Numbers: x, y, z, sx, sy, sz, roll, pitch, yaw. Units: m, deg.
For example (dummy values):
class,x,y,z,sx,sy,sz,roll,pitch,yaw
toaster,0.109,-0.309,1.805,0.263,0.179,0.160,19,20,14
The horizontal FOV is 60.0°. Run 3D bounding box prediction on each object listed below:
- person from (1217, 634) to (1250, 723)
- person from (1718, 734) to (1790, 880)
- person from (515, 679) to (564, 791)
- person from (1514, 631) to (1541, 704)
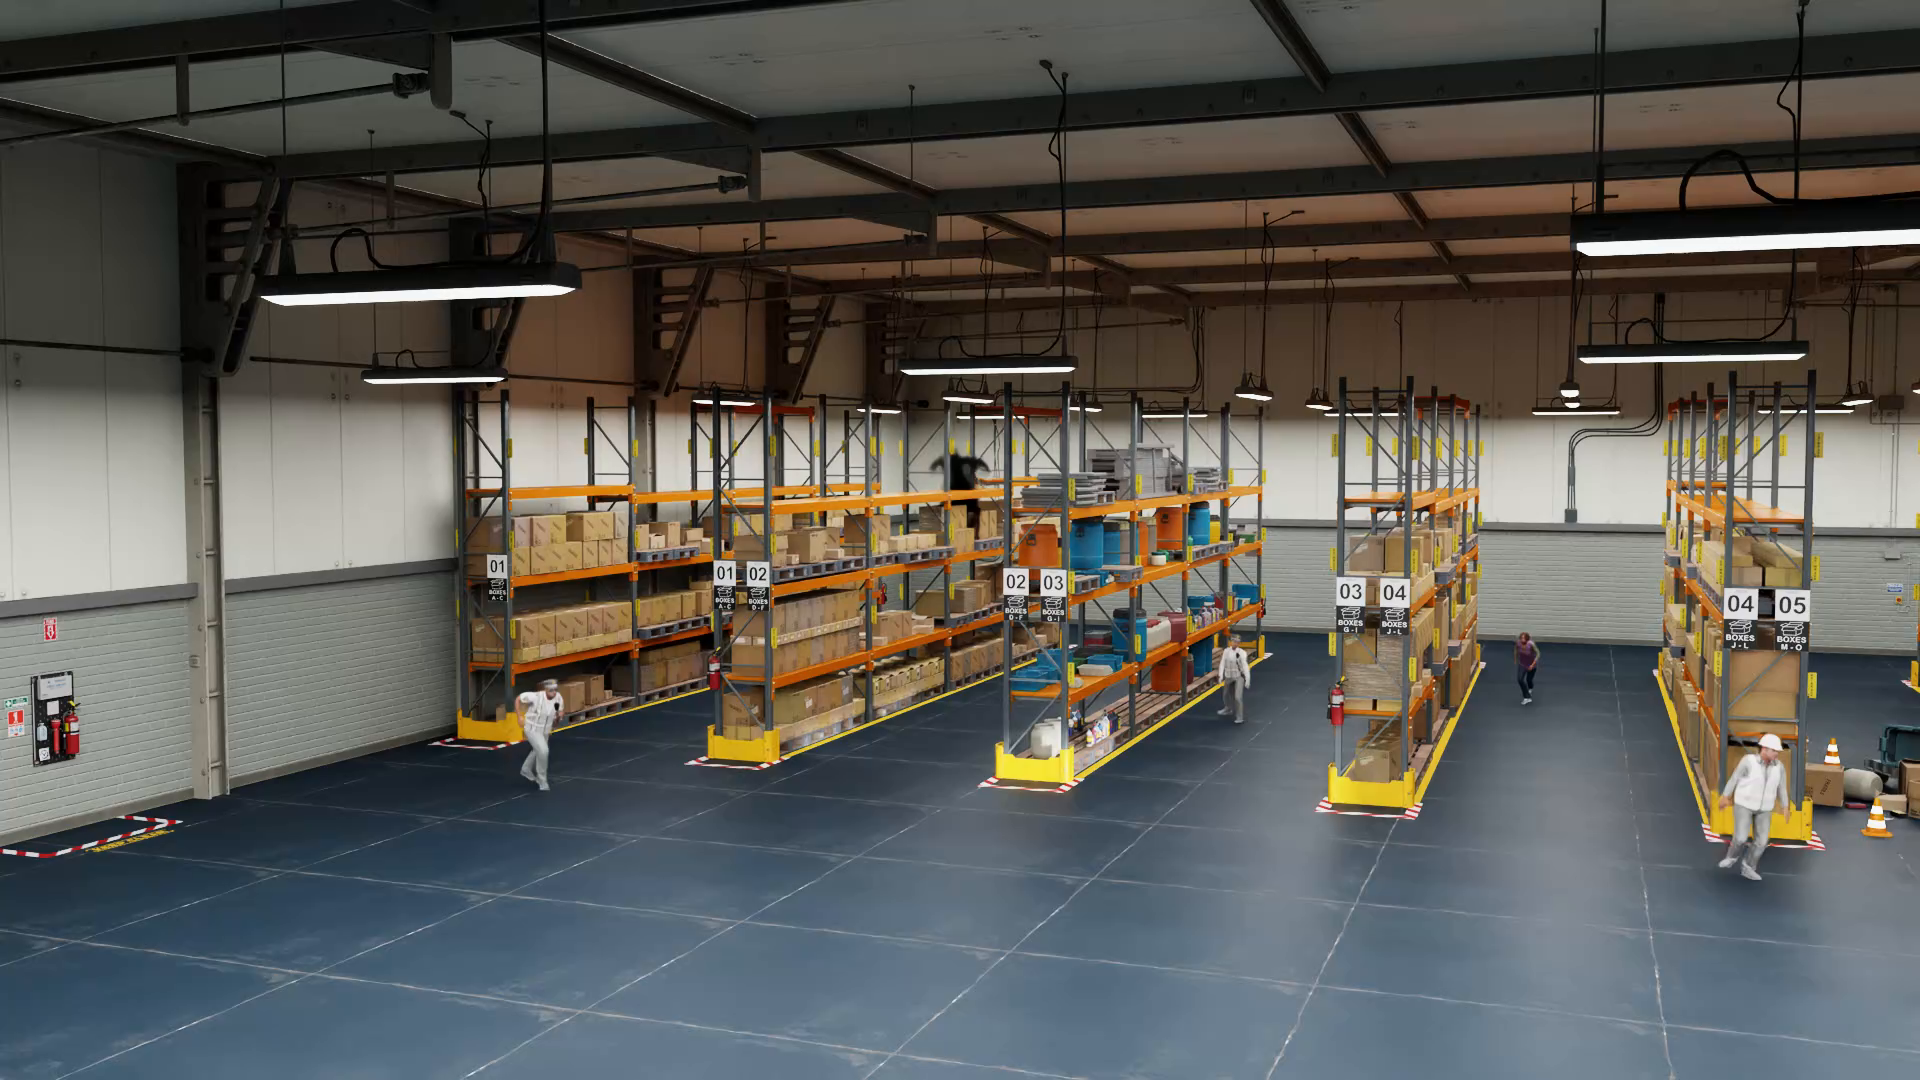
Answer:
class,x,y,z,sx,sy,sz,roll,pitch,yaw
person,4.997,2.511,30.598,0.776,1.610,0.707,2,4,38
person,9.200,3.079,19.245,0.678,1.728,0.632,0,3,-2
person,-6.234,2.868,24.508,1.023,1.708,0.706,3,4,44
person,11.214,2.516,32.790,0.535,1.412,0.953,2,4,33
